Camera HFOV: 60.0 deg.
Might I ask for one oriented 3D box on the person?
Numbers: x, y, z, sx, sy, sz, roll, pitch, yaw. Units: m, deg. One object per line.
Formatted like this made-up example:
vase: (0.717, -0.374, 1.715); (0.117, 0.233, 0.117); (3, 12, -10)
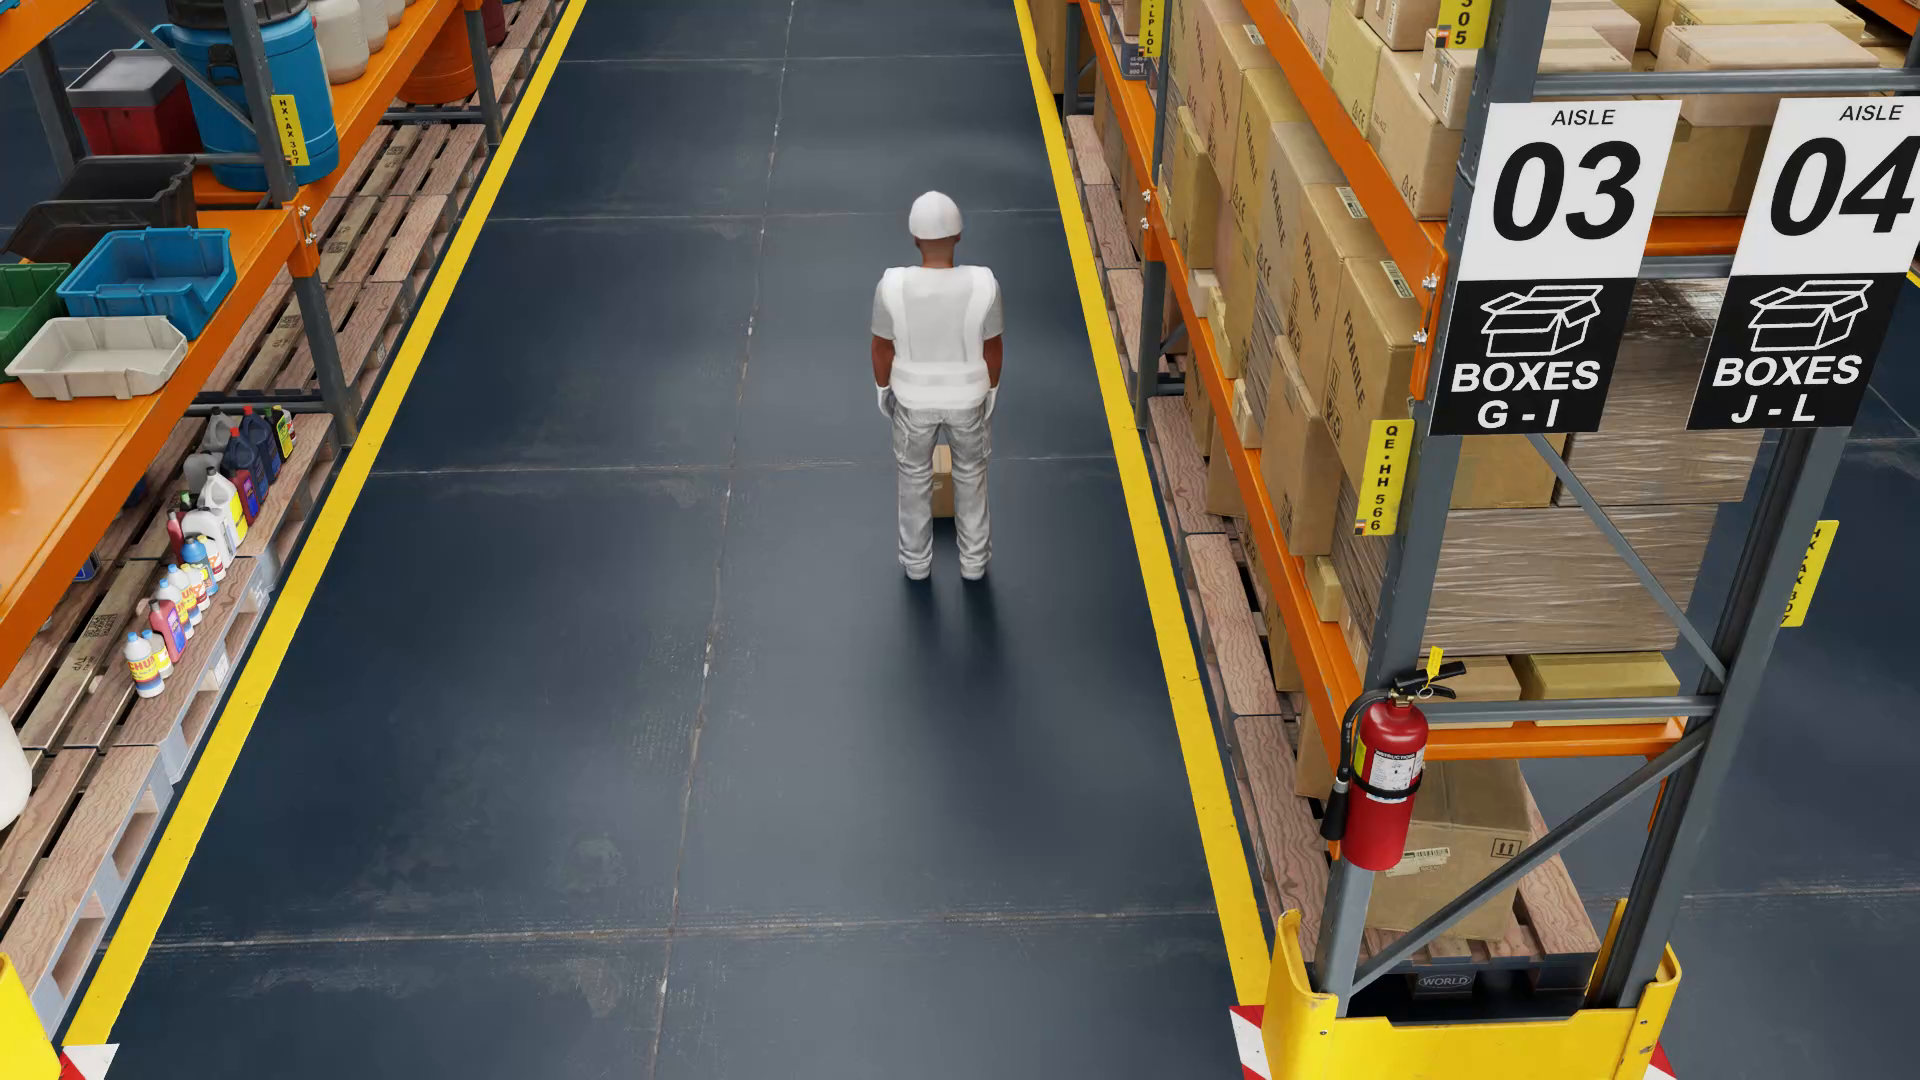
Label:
person: (-0.096, -0.619, 7.022); (0.545, 1.781, 0.354); (-1, 35, -1)
